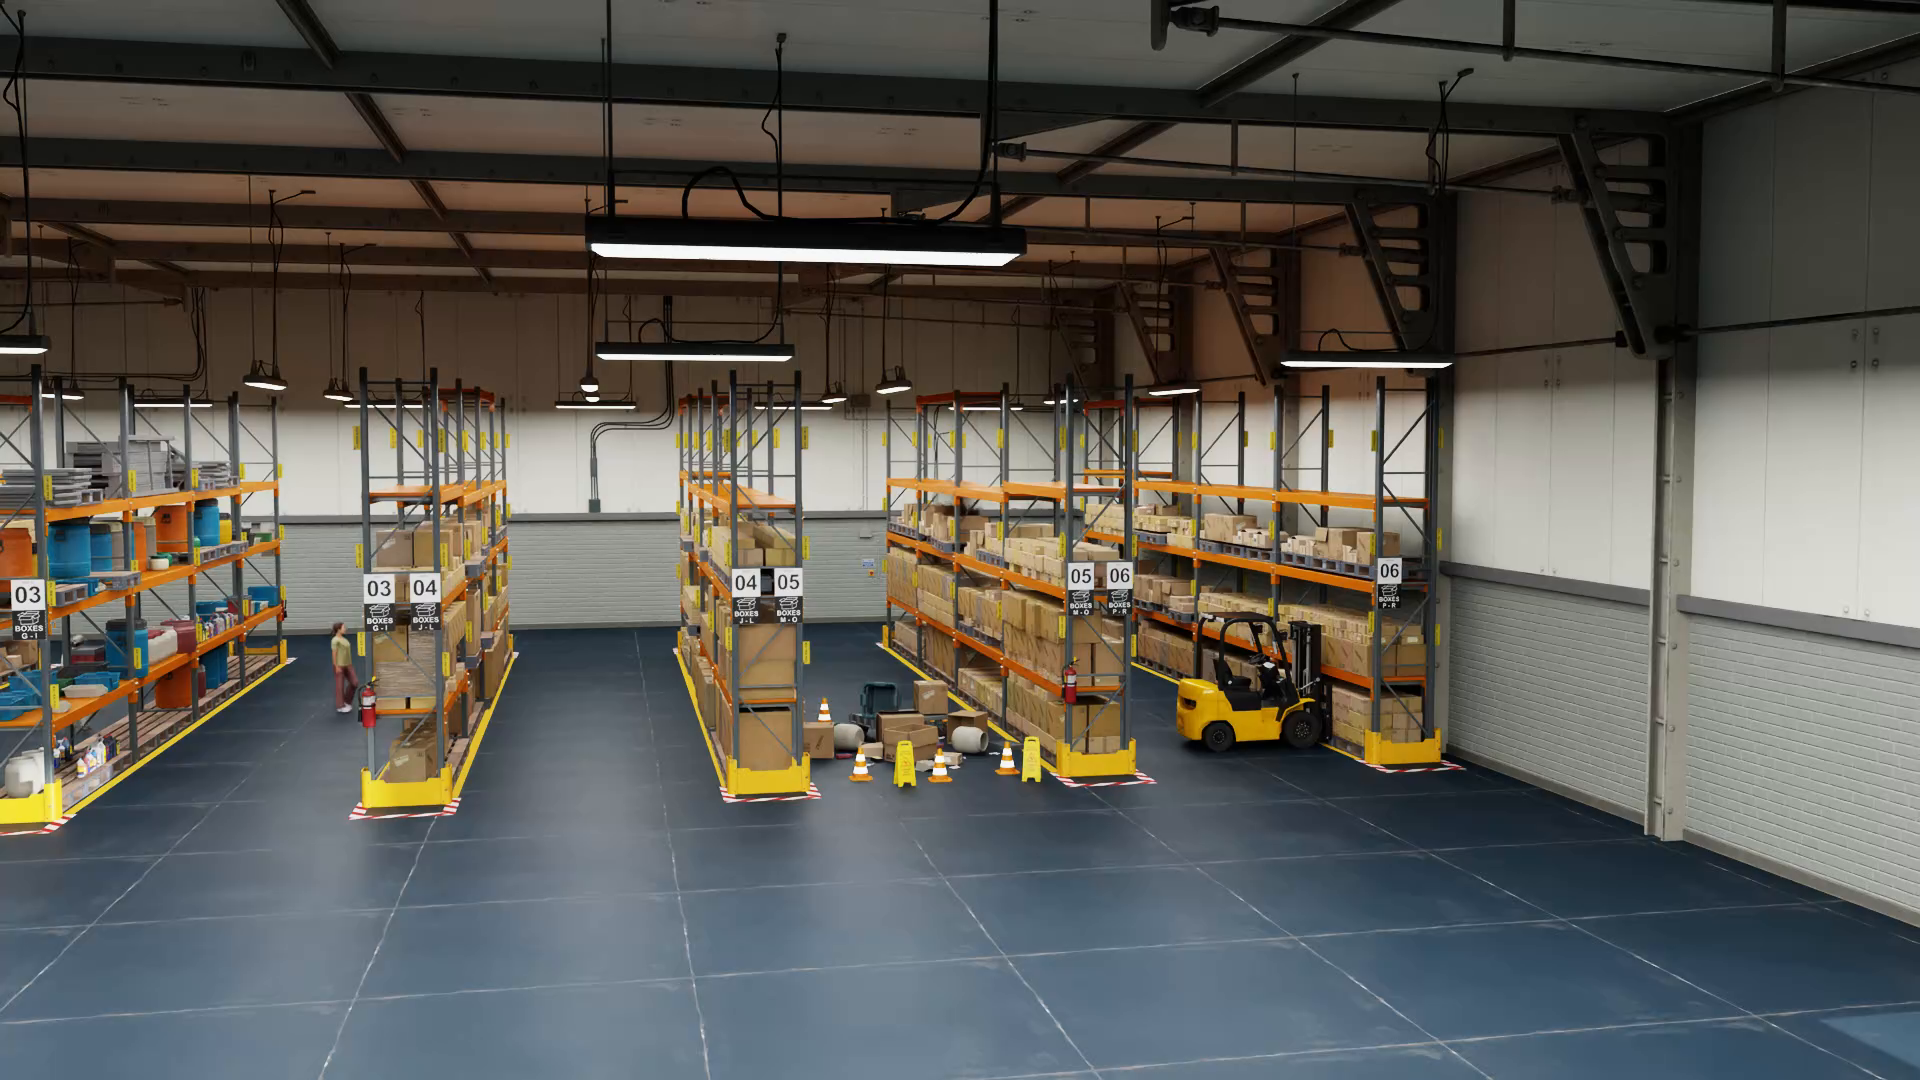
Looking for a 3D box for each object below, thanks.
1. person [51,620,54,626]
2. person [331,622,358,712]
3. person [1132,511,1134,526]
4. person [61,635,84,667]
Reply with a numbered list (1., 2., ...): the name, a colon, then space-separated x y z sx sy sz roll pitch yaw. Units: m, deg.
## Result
1. person: -21.303 1.843 38.575 0.449 1.684 0.481 2 4 31
2. person: -11.431 2.345 30.797 0.420 1.676 0.509 1 4 23
3. person: -8.300 1.158 29.886 28.550 2.700 4.103 -3 4 -40
4. person: -15.201 1.991 28.605 0.505 0.723 0.308 -2 4 -34
